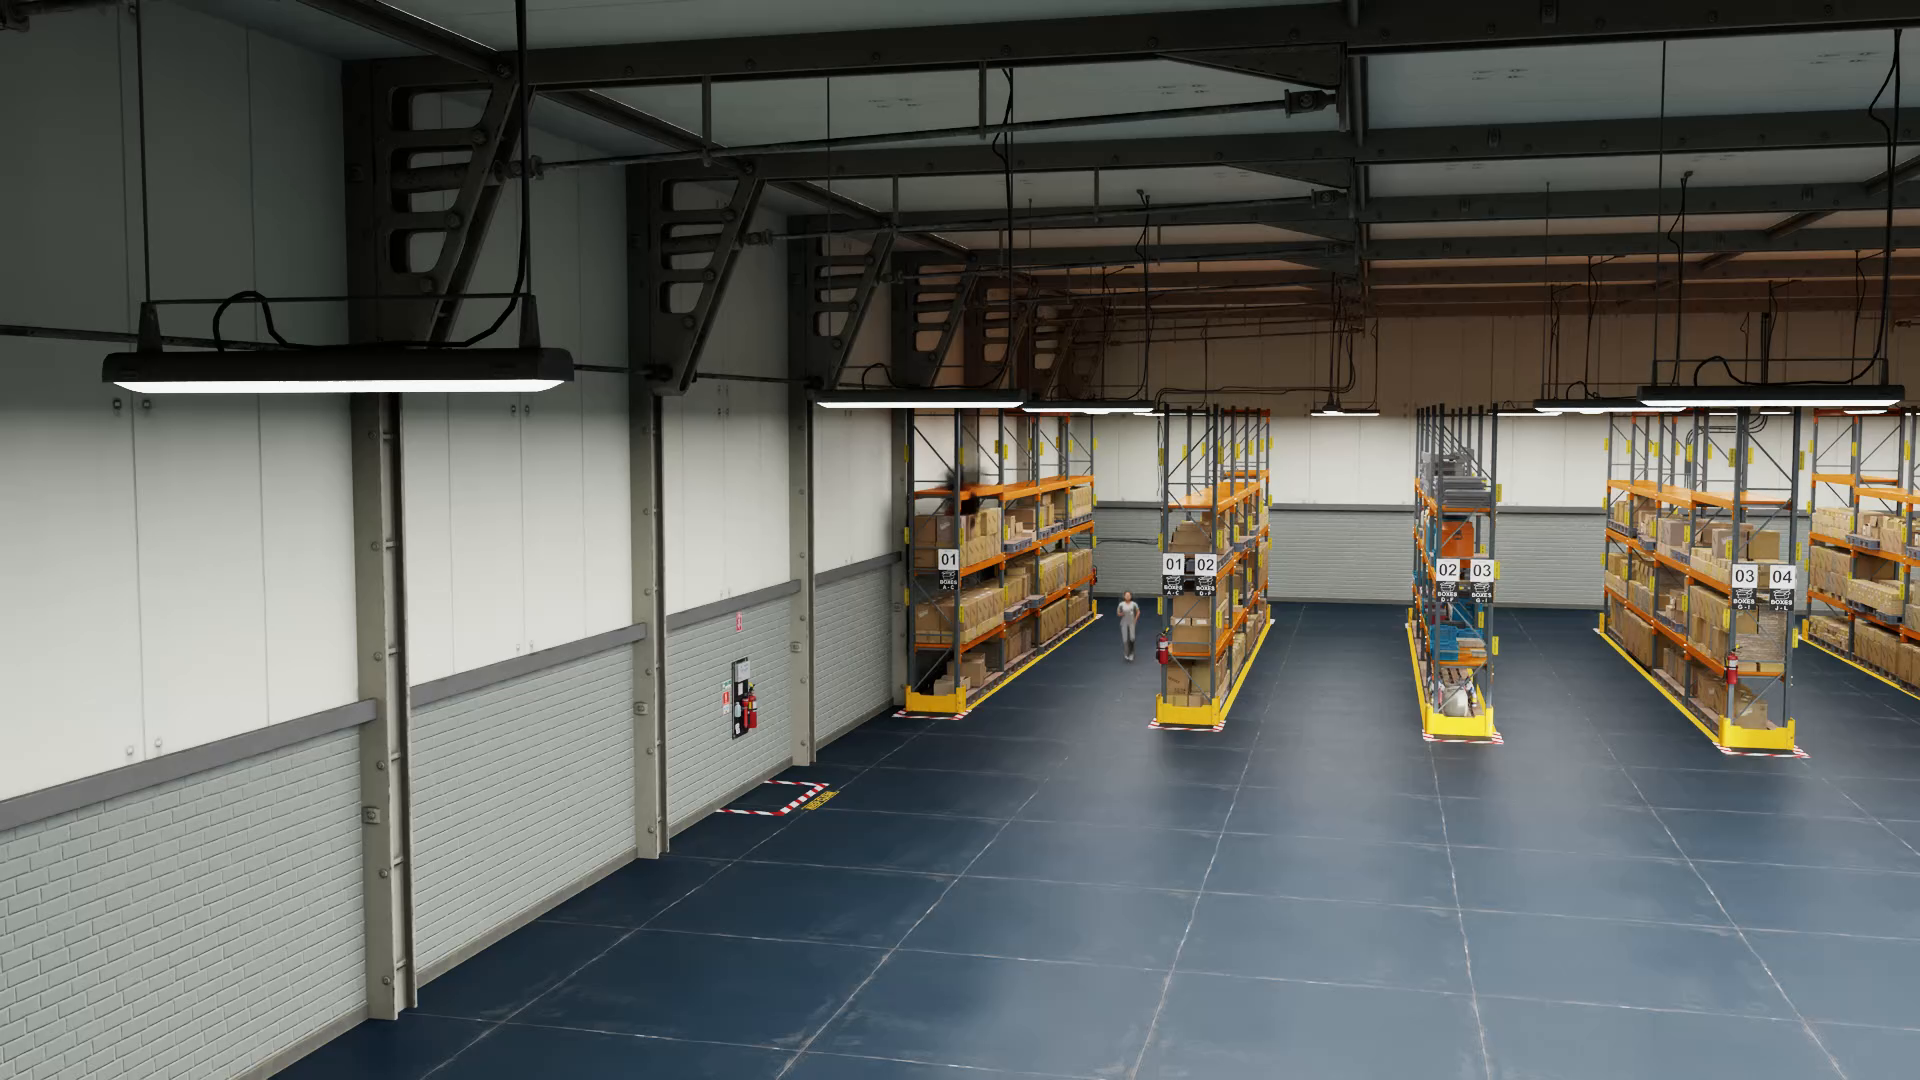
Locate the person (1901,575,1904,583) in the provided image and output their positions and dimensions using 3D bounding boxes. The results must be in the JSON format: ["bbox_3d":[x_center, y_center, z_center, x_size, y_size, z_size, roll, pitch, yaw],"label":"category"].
[{"bbox_3d":[23.954,1.773,42.289,0.743,1.790,0.730,1,4,8],"label":"person"}]

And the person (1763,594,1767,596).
[{"bbox_3d":[20.792,1.682,43.822,0.549,1.694,0.752,-2,5,-27],"label":"person"}]

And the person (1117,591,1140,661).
[{"bbox_3d":[3.976,2.035,39.293,0.547,1.667,0.628,0,4,5],"label":"person"}]
